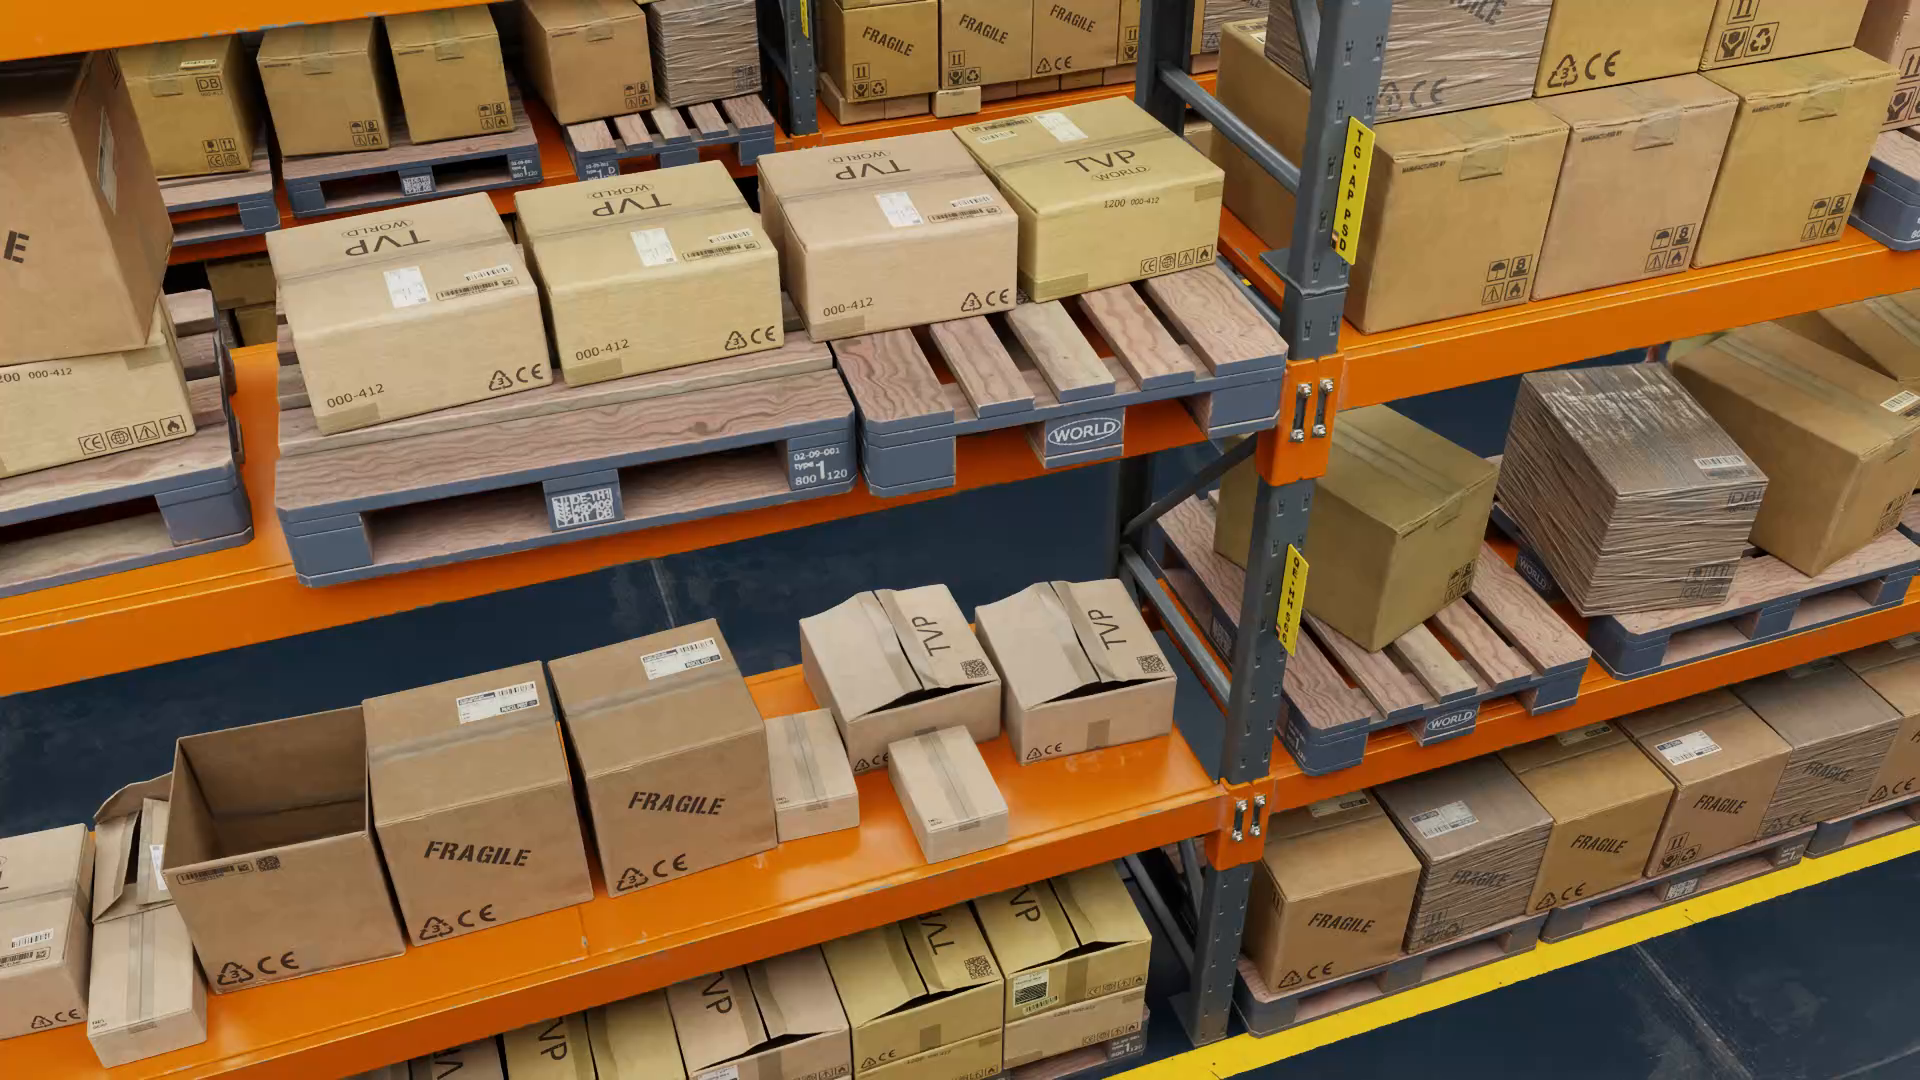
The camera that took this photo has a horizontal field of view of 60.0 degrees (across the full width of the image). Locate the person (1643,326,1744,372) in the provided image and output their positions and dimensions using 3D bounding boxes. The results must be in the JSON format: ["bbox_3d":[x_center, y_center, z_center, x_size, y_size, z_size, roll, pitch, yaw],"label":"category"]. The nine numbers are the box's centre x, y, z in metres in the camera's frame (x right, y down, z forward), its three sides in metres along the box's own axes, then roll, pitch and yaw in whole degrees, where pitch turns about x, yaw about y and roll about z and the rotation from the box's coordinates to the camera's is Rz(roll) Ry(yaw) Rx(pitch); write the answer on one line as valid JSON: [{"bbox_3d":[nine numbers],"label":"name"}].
[{"bbox_3d":[3.476,-0.789,7.799,0.958,1.633,0.446,-12,40,-15],"label":"person"}]
